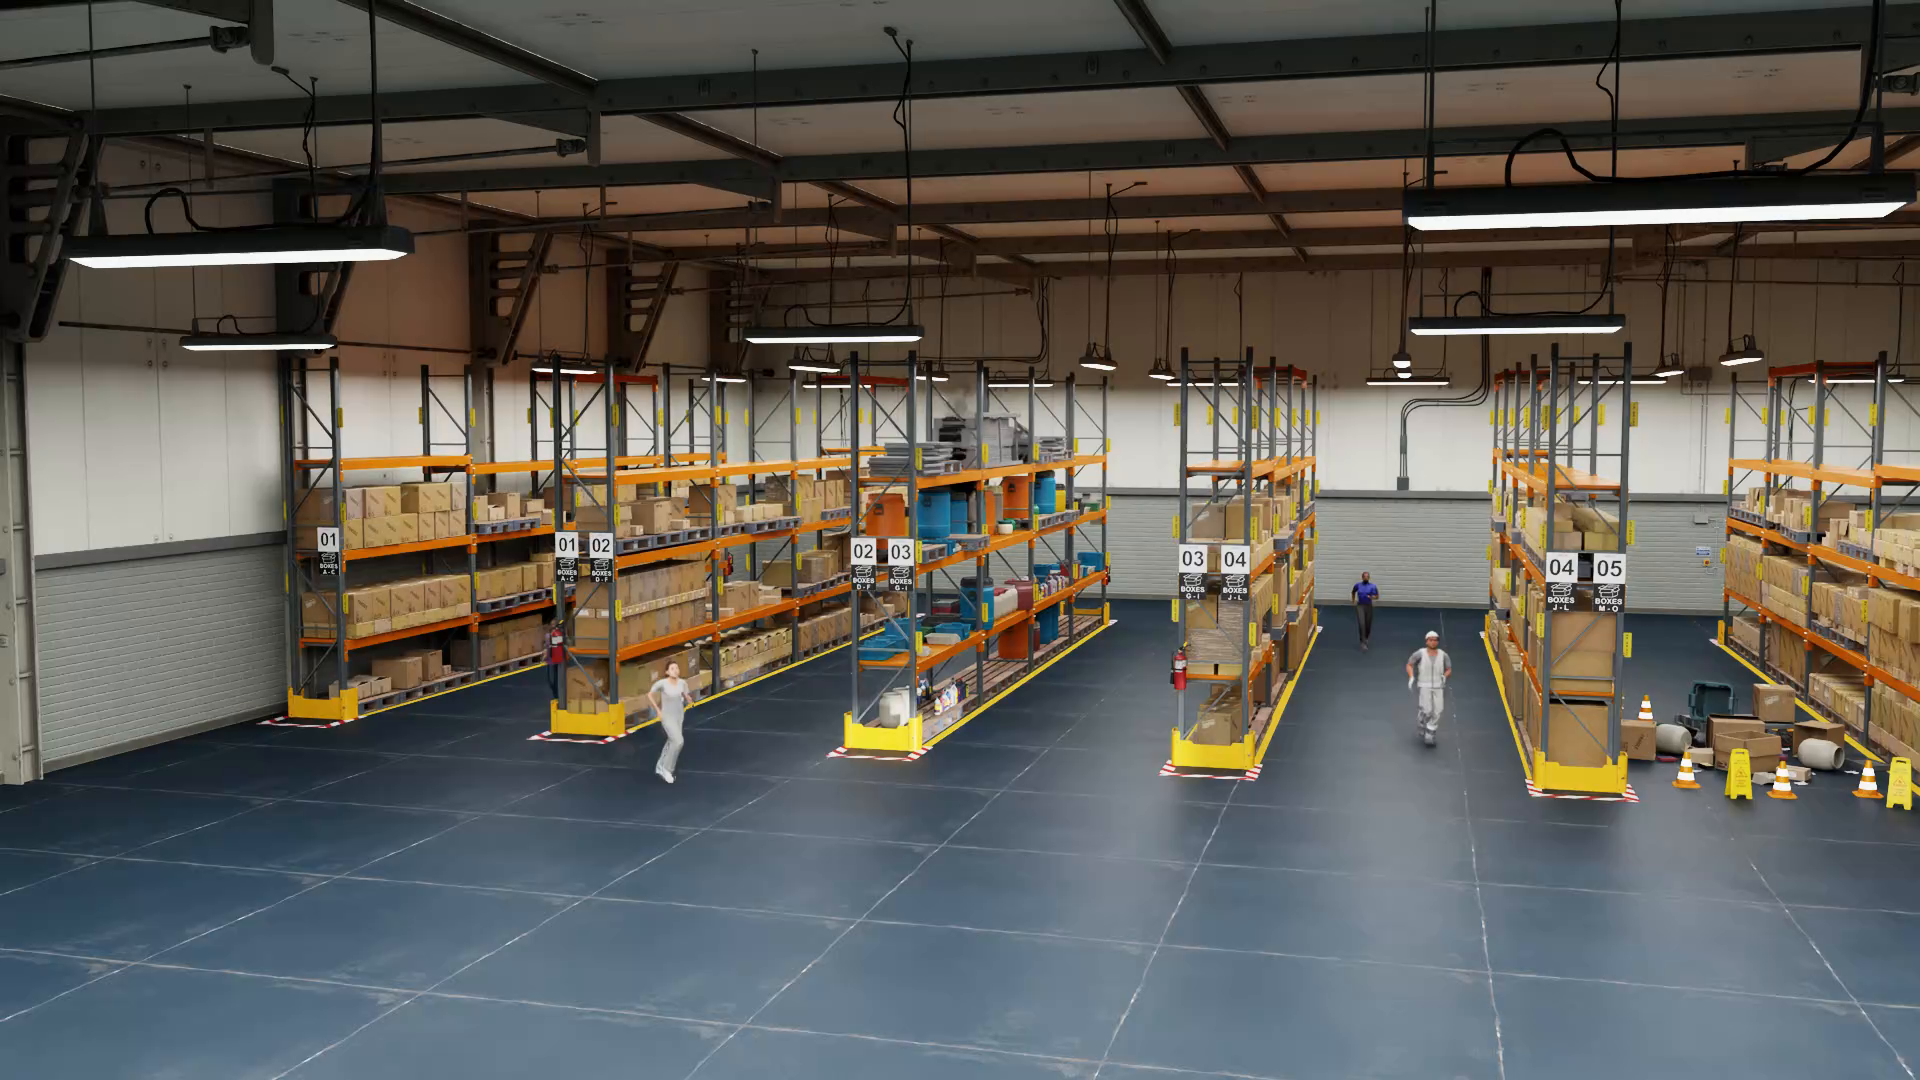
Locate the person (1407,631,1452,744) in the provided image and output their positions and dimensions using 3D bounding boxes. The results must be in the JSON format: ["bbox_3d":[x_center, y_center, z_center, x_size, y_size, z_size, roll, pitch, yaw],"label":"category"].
[{"bbox_3d":[7.196,2.267,25.406,0.656,1.739,0.587,0,4,4],"label":"person"}]

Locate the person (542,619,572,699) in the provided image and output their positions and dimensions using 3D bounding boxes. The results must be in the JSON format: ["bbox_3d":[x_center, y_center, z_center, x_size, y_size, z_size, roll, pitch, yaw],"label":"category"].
[{"bbox_3d":[-6.936,2.128,28.566,0.512,1.554,0.530,1,4,9],"label":"person"}]

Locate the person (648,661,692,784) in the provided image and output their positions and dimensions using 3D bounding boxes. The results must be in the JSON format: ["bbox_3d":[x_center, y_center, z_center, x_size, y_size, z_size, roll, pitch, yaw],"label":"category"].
[{"bbox_3d":[-3.955,2.500,22.927,0.697,1.695,0.538,4,6,45],"label":"person"}]

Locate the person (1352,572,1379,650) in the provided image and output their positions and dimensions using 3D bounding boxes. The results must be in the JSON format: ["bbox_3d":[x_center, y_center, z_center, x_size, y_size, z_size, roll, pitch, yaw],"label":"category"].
[{"bbox_3d":[8.781,1.506,36.029,0.568,1.661,0.915,1,4,11],"label":"person"}]
